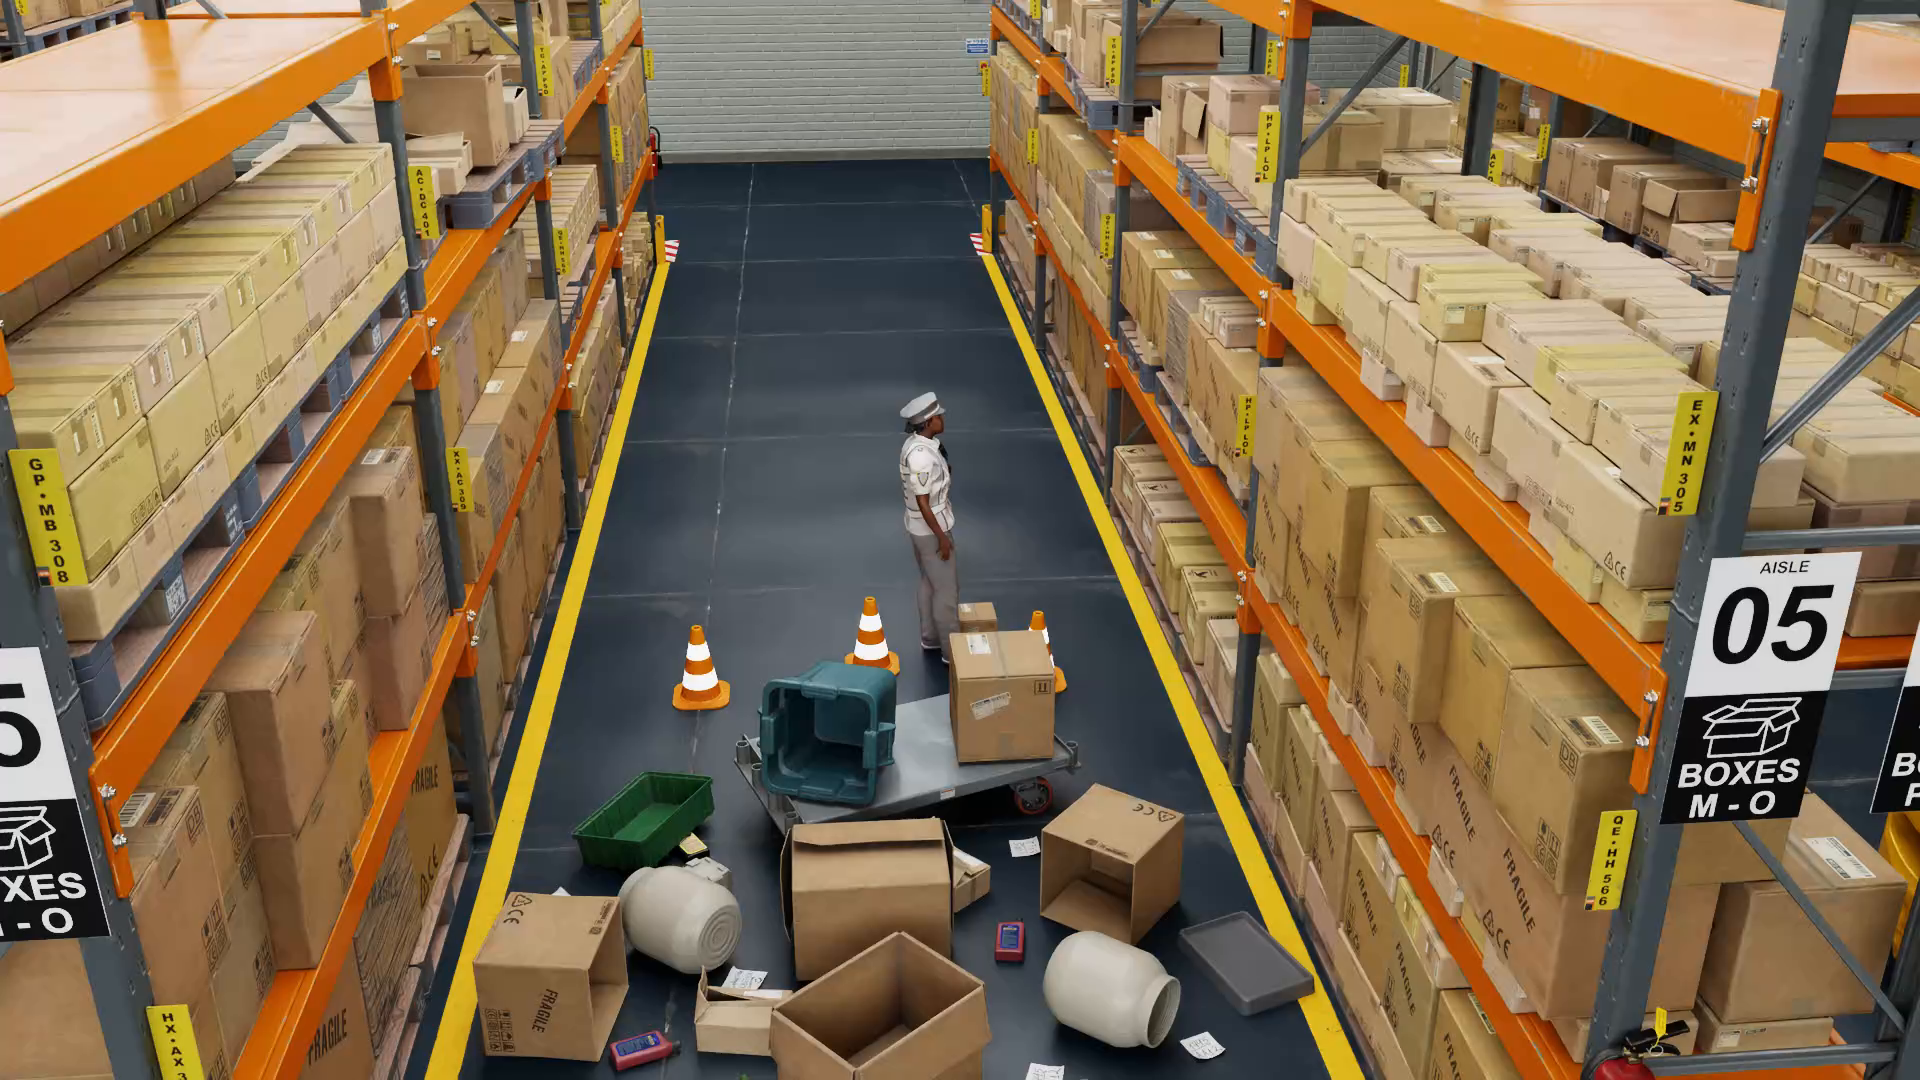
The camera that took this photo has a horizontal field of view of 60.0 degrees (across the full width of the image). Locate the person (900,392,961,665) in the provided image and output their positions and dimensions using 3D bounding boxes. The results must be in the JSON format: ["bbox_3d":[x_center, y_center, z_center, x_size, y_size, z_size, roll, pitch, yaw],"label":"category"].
[{"bbox_3d":[-0.103,-0.079,10.216,0.529,1.694,0.568,-2,24,-5],"label":"person"}]
